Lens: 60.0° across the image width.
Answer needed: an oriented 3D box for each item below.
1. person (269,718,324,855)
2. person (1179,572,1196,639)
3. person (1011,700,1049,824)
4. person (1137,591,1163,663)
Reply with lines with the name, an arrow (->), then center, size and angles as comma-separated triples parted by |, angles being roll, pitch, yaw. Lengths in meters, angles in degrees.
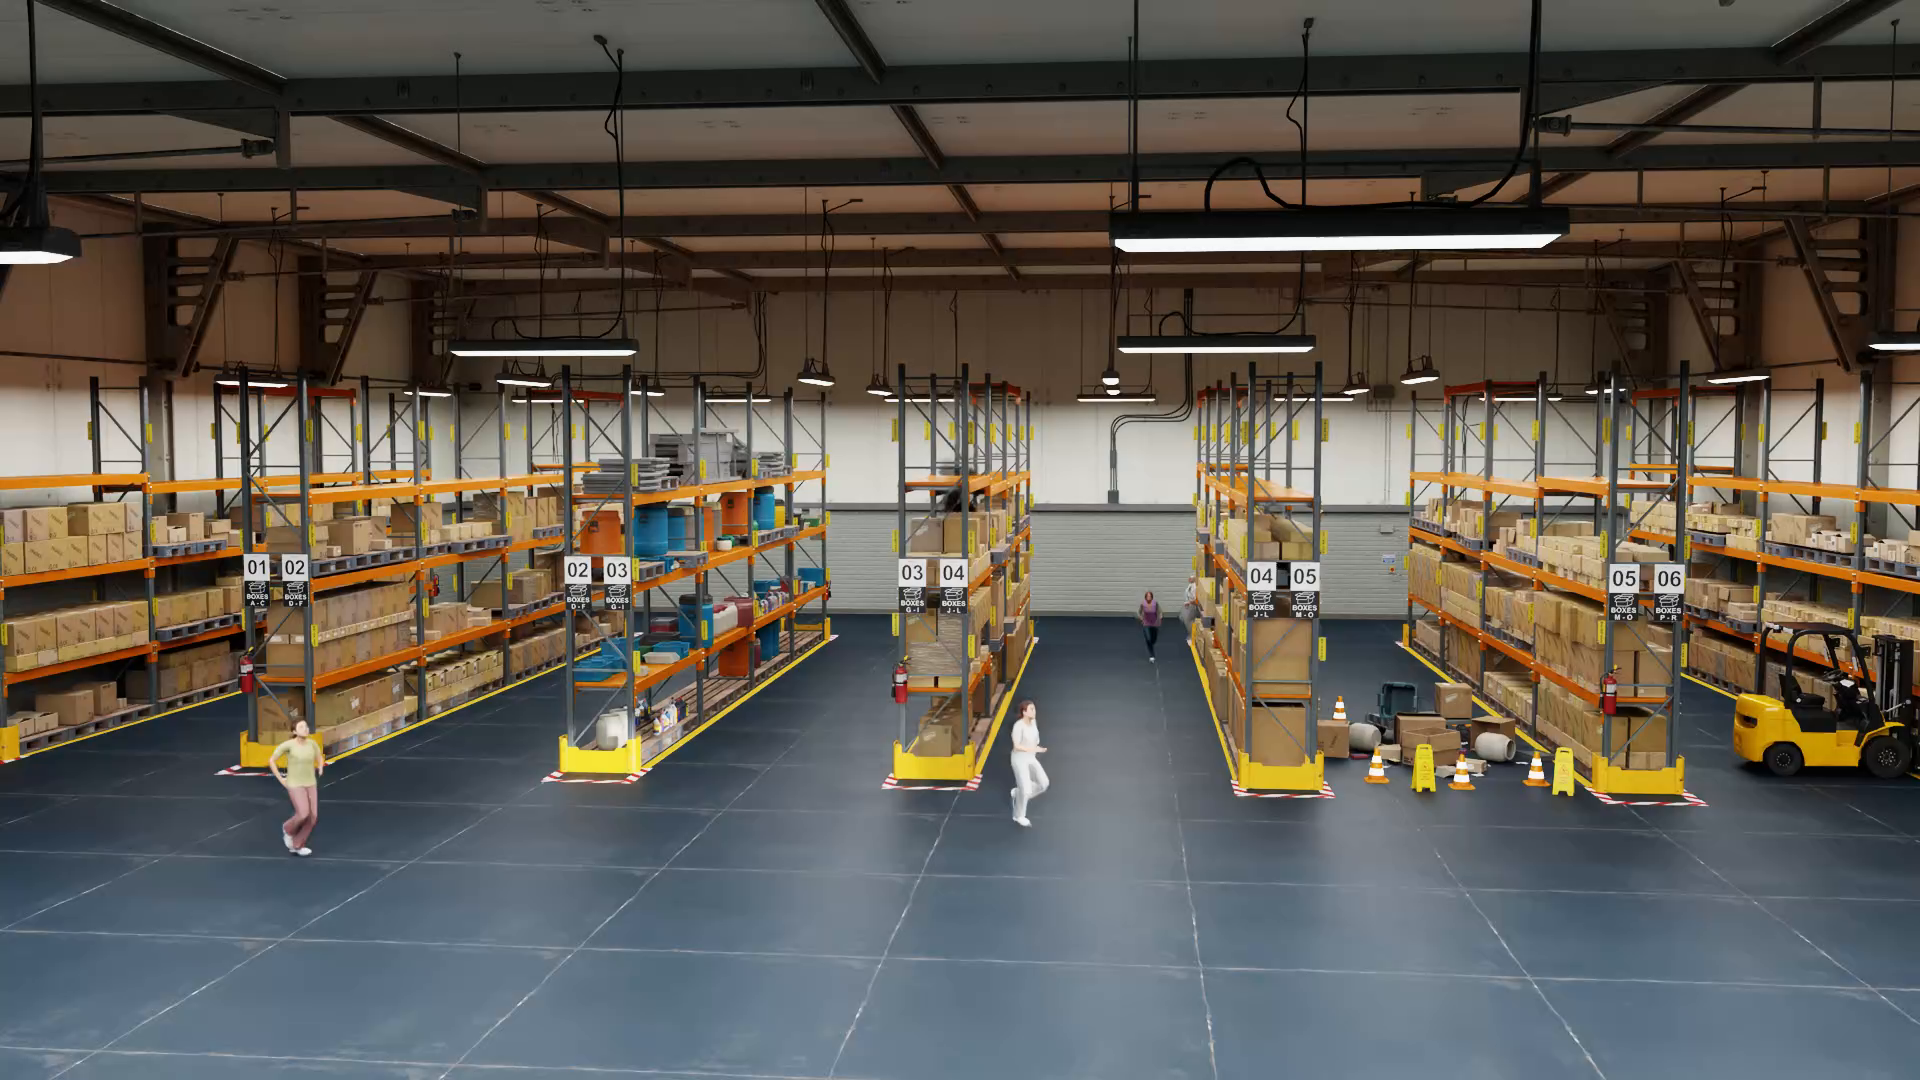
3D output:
person -> -7.773, 2.920, 19.673 | 0.509, 1.625, 0.637 | 3, 5, 38
person -> 5.598, 1.617, 40.352 | 0.510, 1.682, 0.585 | -1, 4, -12
person -> 0.890, 2.835, 21.193 | 0.622, 1.619, 0.603 | 3, 5, 40
person -> 4.181, 1.898, 36.647 | 0.566, 1.566, 0.669 | 0, 4, 2
